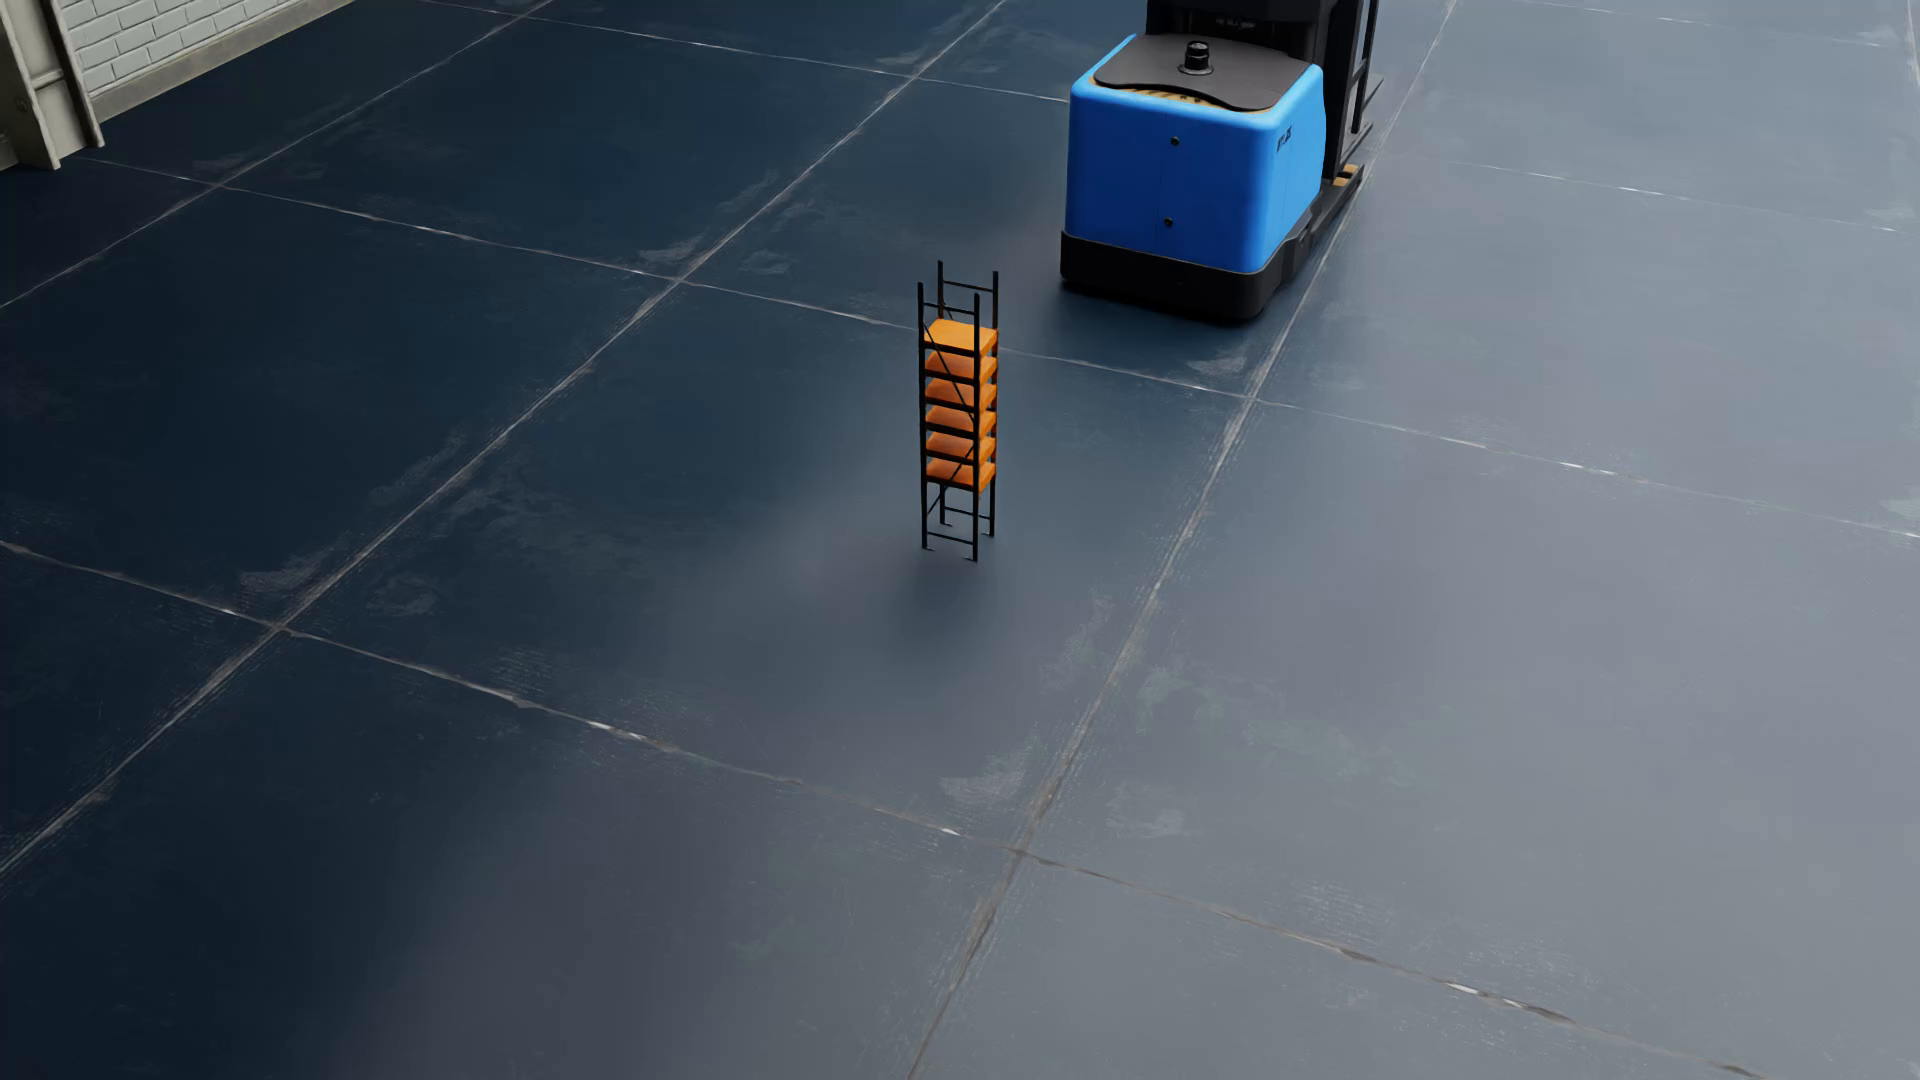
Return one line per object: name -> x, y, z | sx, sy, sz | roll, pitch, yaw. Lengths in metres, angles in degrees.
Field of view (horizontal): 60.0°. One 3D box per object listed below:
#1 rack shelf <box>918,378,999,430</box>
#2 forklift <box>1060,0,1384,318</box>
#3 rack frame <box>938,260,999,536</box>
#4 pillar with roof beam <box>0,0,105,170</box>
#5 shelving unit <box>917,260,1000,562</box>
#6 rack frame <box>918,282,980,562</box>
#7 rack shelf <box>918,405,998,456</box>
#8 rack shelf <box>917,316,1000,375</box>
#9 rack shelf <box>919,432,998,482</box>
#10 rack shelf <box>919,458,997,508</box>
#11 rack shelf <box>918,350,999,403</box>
rack shelf -> -0.005, -0.533, 6.335 | 0.258, 0.103, 0.180 | 14, 39, 18
forklift -> 1.616, -3.120, 8.477 | 1.130, 2.935, 3.031 | 17, 40, 21
rack frame -> 0.029, -0.523, 6.448 | 0.240, 1.200, 0.006 | 14, 39, 18
pillar with roof beam -> -1.322, -4.906, 5.798 | 9.100, 9.000, 0.400 | 14, 39, 18
shelving unit -> -0.005, -0.473, 6.380 | 0.258, 1.200, 0.189 | 14, 39, 18
rack frame -> -0.040, -0.422, 6.312 | 0.240, 1.200, 0.006 | 14, 39, 18
rack shelf -> -0.005, -0.437, 6.407 | 0.258, 0.103, 0.180 | 14, 39, 18
rack shelf -> -0.005, -0.725, 6.191 | 0.258, 0.103, 0.180 | 14, 39, 18
rack shelf -> -0.005, -0.341, 6.479 | 0.258, 0.103, 0.180 | 14, 39, 18
rack shelf -> -0.005, -0.245, 6.550 | 0.258, 0.103, 0.180 | 14, 39, 18
rack shelf -> -0.005, -0.629, 6.263 | 0.258, 0.103, 0.180 | 14, 39, 18
